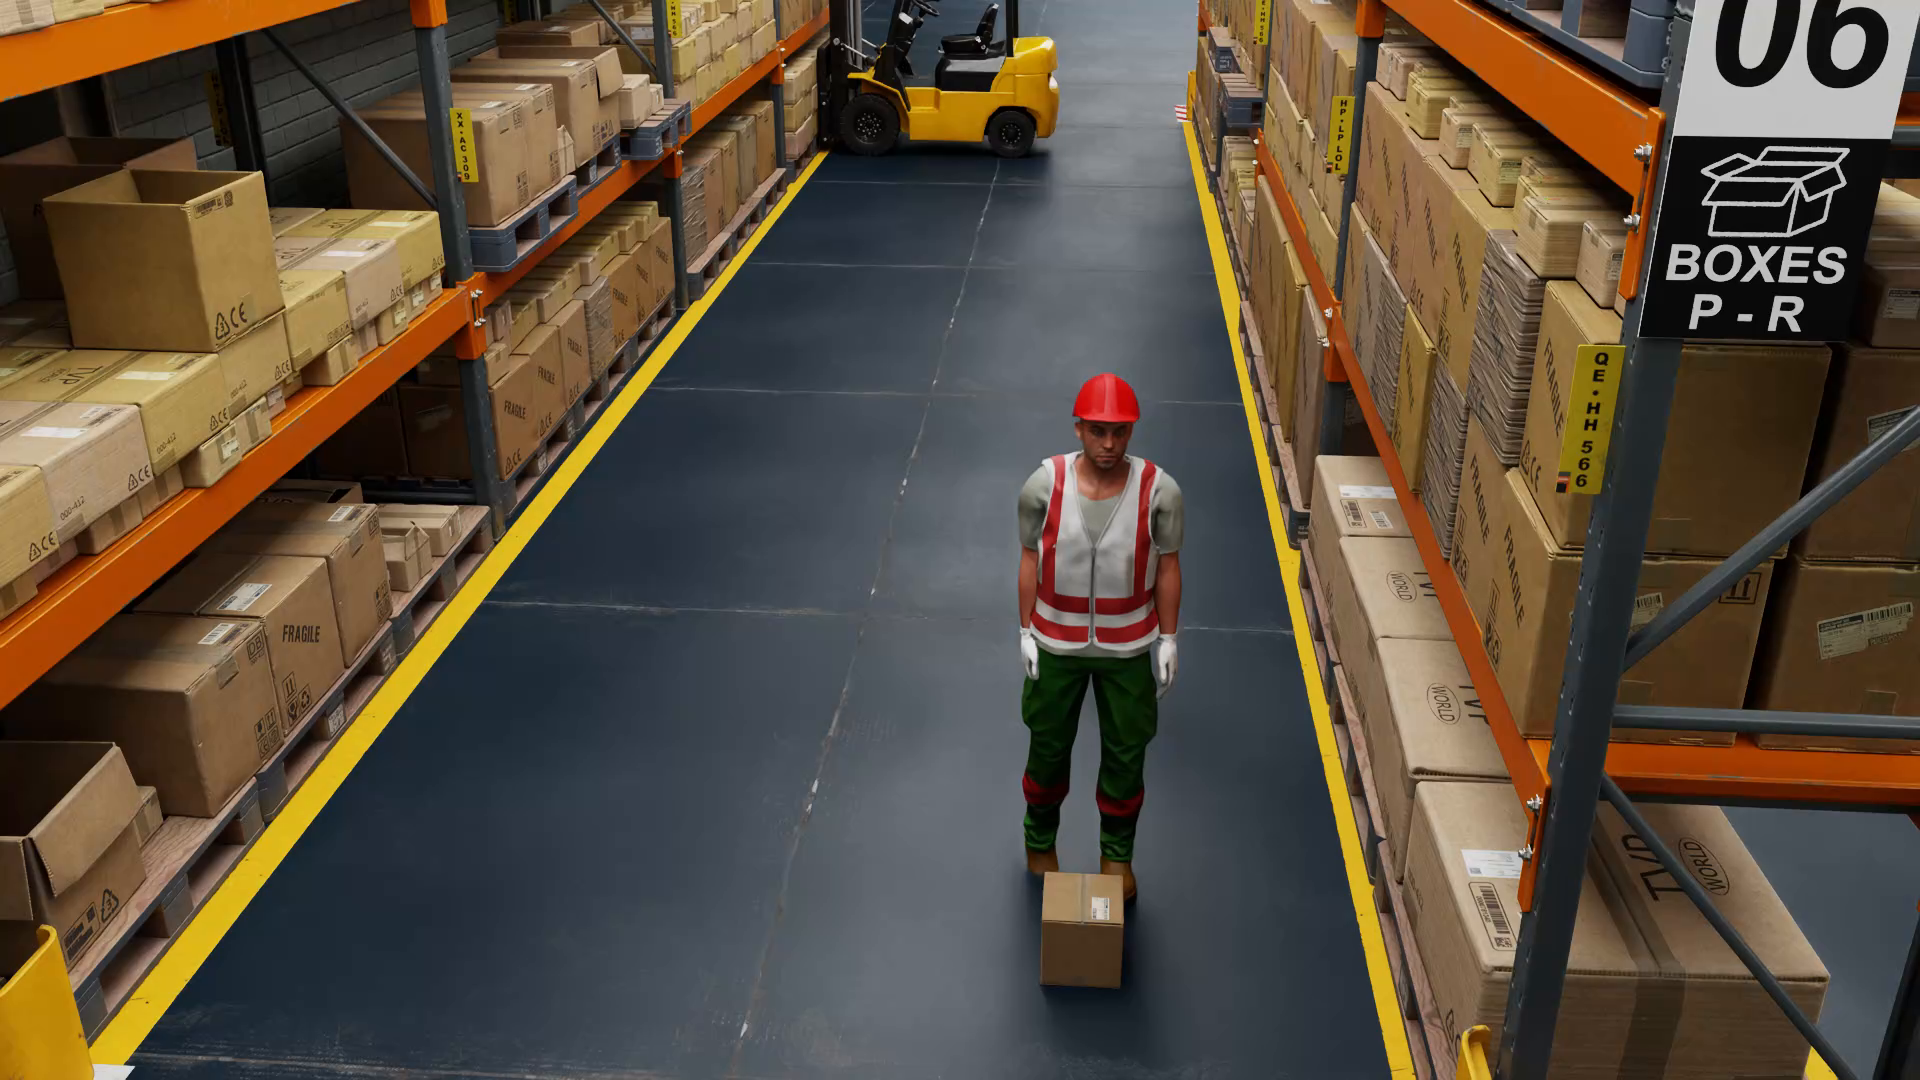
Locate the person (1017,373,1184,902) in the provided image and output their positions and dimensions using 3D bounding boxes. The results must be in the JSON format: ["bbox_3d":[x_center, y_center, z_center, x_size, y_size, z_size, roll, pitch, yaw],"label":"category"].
[{"bbox_3d":[0.438,0.355,5.346,0.527,1.836,0.374,2,24,5],"label":"person"}]
